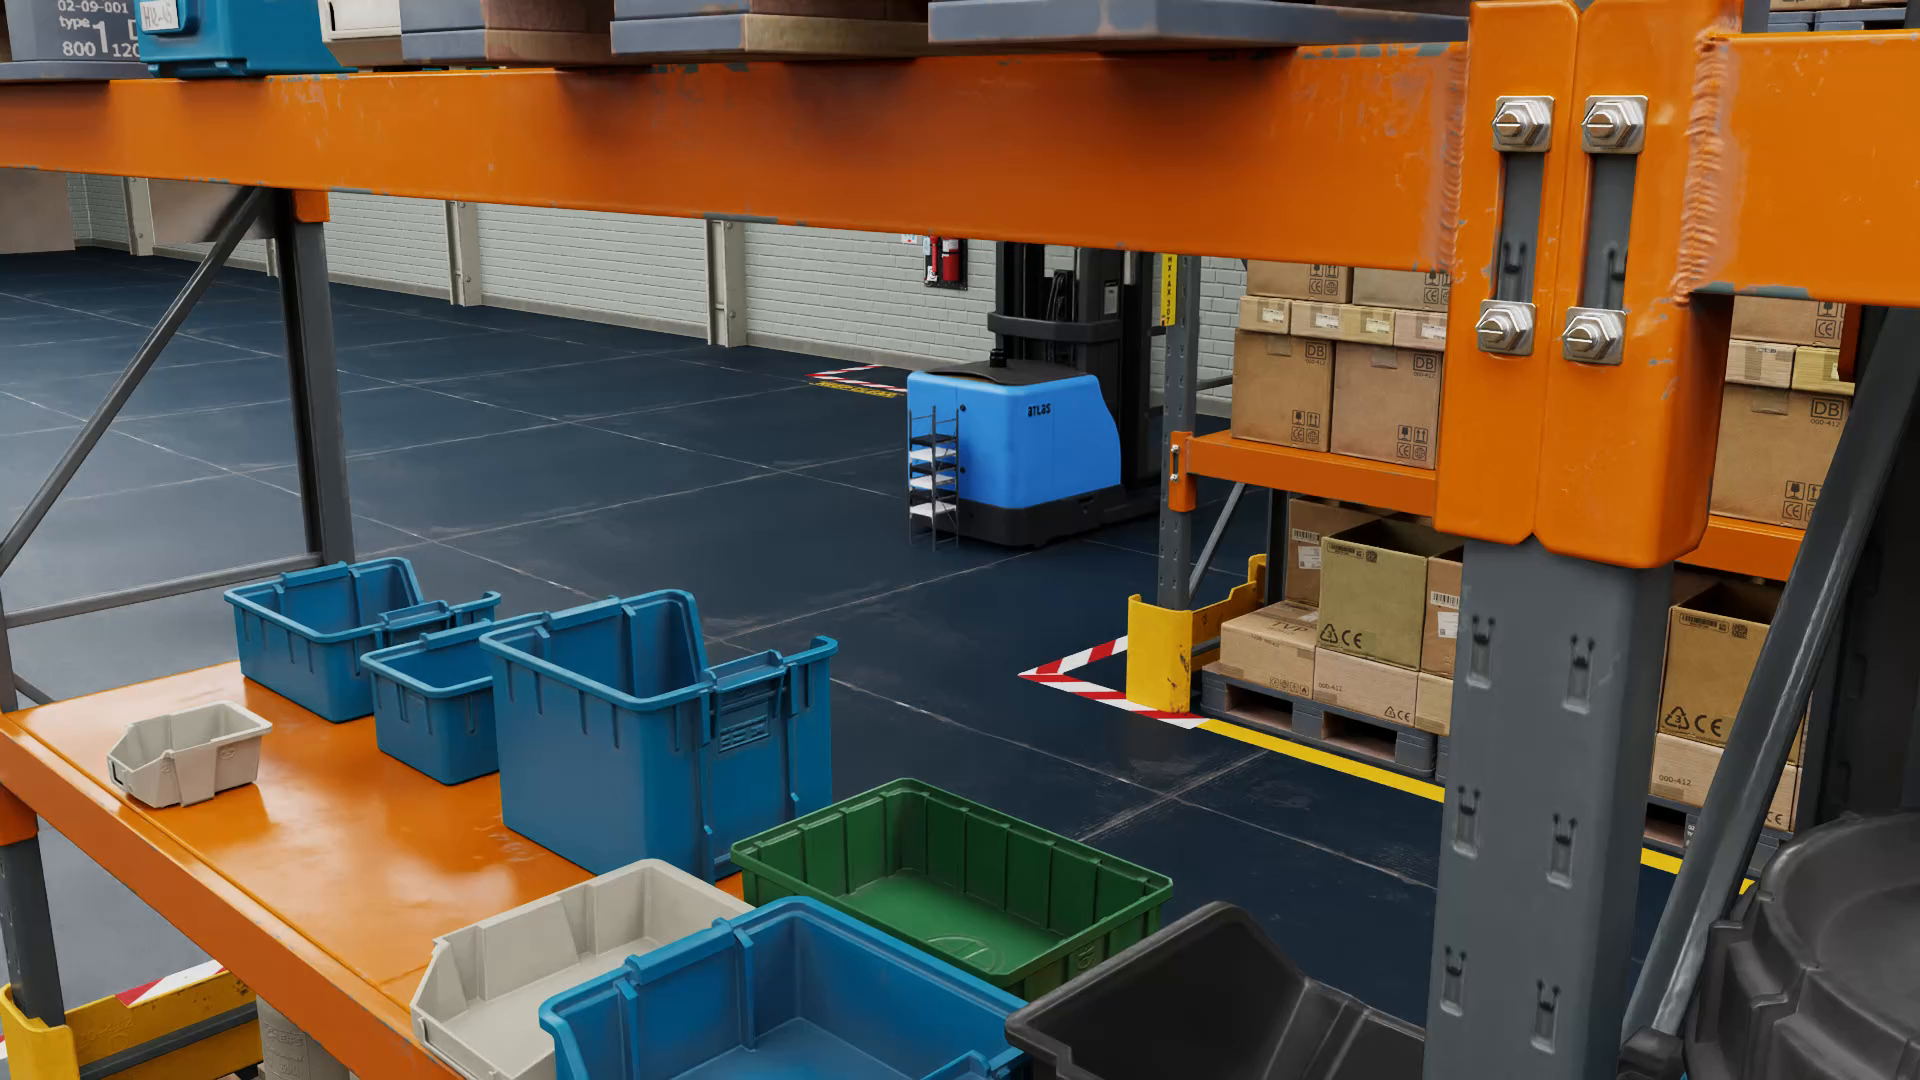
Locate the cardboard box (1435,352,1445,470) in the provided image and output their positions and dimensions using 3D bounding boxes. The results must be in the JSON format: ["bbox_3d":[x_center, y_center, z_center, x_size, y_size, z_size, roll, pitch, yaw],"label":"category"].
[{"bbox_3d":[2.381,-0.546,6.881,0.500,0.500,0.700,14,20,43],"label":"cardboard box"}]

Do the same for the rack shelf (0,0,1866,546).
[{"bbox_3d":[-0.682,-0.616,2.824,4.000,0.370,1.077,14,20,42],"label":"rack shelf"}]

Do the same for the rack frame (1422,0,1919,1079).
[{"bbox_3d":[0.756,0.838,1.766,0.053,2.616,0.949,14,20,42],"label":"rack frame"}]

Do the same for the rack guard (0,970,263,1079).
[{"bbox_3d":[-2.034,1.352,4.752,0.348,0.500,1.175,14,20,42],"label":"rack guard"}]

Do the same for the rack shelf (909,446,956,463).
[{"bbox_3d":[-0.165,-0.532,10.605,0.200,0.077,0.258,13,20,41],"label":"rack shelf"}]

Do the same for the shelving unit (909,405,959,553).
[{"bbox_3d":[-0.165,-0.390,10.642,0.210,0.900,0.258,13,20,41],"label":"shelving unit"}]

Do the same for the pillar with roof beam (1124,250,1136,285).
[{"bbox_3d":[-1.448,-4.867,11.764,0.400,9.000,9.100,14,20,42],"label":"pillar with roof beam"}]

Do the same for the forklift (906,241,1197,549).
[{"bbox_3d":[1.025,-1.664,11.506,1.130,2.935,3.031,14,20,42],"label":"forklift"}]

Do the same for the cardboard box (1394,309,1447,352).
[{"bbox_3d":[2.003,-0.881,6.880,0.250,0.149,0.380,13,20,41],"label":"cardboard box"}]

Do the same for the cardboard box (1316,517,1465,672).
[{"bbox_3d":[1.912,0.225,7.253,0.500,0.500,0.500,14,20,42],"label":"cardboard box"}]

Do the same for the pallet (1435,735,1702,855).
[{"bbox_3d":[2.773,0.928,6.951,1.213,0.211,1.003,14,20,42],"label":"pallet"}]

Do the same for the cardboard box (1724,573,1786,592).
[{"bbox_3d":[3.362,0.391,6.617,0.500,0.500,0.500,14,20,42],"label":"cardboard box"}]

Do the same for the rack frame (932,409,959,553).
[{"bbox_3d":[-0.091,-0.372,10.575,0.006,0.900,0.240,13,20,41],"label":"rack frame"}]

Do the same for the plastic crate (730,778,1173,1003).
[{"bbox_3d":[-0.023,0.651,2.904,0.662,0.188,0.450,14,20,42],"label":"plastic crate"}]

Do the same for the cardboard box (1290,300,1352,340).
[{"bbox_3d":[1.644,-0.970,7.220,0.250,0.149,0.380,13,19,41],"label":"cardboard box"}]

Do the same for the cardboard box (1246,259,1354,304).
[{"bbox_3d":[1.685,-1.344,7.369,0.500,0.500,0.700,14,20,42],"label":"cardboard box"}]

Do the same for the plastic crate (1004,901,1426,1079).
[{"bbox_3d":[0.470,0.753,2.217,0.504,0.338,0.767,14,20,42],"label":"plastic crate"}]

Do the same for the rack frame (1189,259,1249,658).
[{"bbox_3d":[1.322,-0.761,7.906,0.053,2.616,0.949,14,20,42],"label":"rack frame"}]

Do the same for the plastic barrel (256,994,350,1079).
[{"bbox_3d":[-1.595,1.240,4.327,0.421,0.512,0.421,0,15,0],"label":"plastic barrel"}]

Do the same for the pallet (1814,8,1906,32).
[{"bbox_3d":[3.567,-1.614,5.404,1.213,0.211,1.003,14,20,42],"label":"pallet"}]

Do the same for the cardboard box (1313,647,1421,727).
[{"bbox_3d":[1.914,0.588,7.349,0.500,0.250,0.500,14,20,42],"label":"cardboard box"}]

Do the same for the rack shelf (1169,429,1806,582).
[{"bbox_3d":[2.759,-0.063,6.651,4.000,0.370,1.077,14,20,42],"label":"rack shelf"}]

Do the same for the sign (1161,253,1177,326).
[{"bbox_3d":[0.930,-1.118,7.402,0.005,0.325,0.100,14,20,42],"label":"sign"}]

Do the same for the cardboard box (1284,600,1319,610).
[{"bbox_3d":[1.911,0.407,8.043,0.500,0.250,0.500,14,20,42],"label":"cardboard box"}]

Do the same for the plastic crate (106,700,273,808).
[{"bbox_3d":[-1.701,0.480,3.663,0.250,0.136,0.298,14,20,42],"label":"plastic crate"}]

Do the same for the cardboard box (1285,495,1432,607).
[{"bbox_3d":[1.912,0.043,7.950,0.500,0.500,0.500,14,20,42],"label":"cardboard box"}]

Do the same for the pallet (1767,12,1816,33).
[{"bbox_3d":[2.693,-1.828,6.224,1.213,0.211,1.003,14,20,42],"label":"pallet"}]

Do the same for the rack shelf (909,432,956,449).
[{"bbox_3d":[-0.165,-0.619,10.583,0.200,0.077,0.258,13,20,41],"label":"rack shelf"}]

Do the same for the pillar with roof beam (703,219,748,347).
[{"bbox_3d":[-5.767,-5.917,15.794,0.400,9.000,9.100,14,20,42],"label":"pillar with roof beam"}]

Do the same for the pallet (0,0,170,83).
[{"bbox_3d":[-1.594,-1.060,3.477,1.213,0.211,1.003,14,20,42],"label":"pallet"}]

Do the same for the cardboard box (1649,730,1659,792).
[{"bbox_3d":[2.630,0.764,6.673,0.500,0.250,0.500,14,20,42],"label":"cardboard box"}]

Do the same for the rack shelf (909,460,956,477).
[{"bbox_3d":[-0.165,-0.444,10.628,0.200,0.077,0.258,13,20,41],"label":"rack shelf"}]

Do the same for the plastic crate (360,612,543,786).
[{"bbox_3d":[-1.090,0.357,3.906,0.408,0.251,0.499,14,20,42],"label":"plastic crate"}]

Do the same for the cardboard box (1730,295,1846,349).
[{"bbox_3d":[3.150,-0.990,6.009,0.500,0.500,0.700,14,20,42],"label":"cardboard box"}]

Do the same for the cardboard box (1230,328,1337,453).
[{"bbox_3d":[1.647,-0.725,7.568,0.500,0.500,0.700,14,20,42],"label":"cardboard box"}]

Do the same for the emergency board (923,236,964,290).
[{"bbox_3d":[-0.216,-3.192,17.232,0.585,1.158,0.155,14,20,42],"label":"emergency board"}]
